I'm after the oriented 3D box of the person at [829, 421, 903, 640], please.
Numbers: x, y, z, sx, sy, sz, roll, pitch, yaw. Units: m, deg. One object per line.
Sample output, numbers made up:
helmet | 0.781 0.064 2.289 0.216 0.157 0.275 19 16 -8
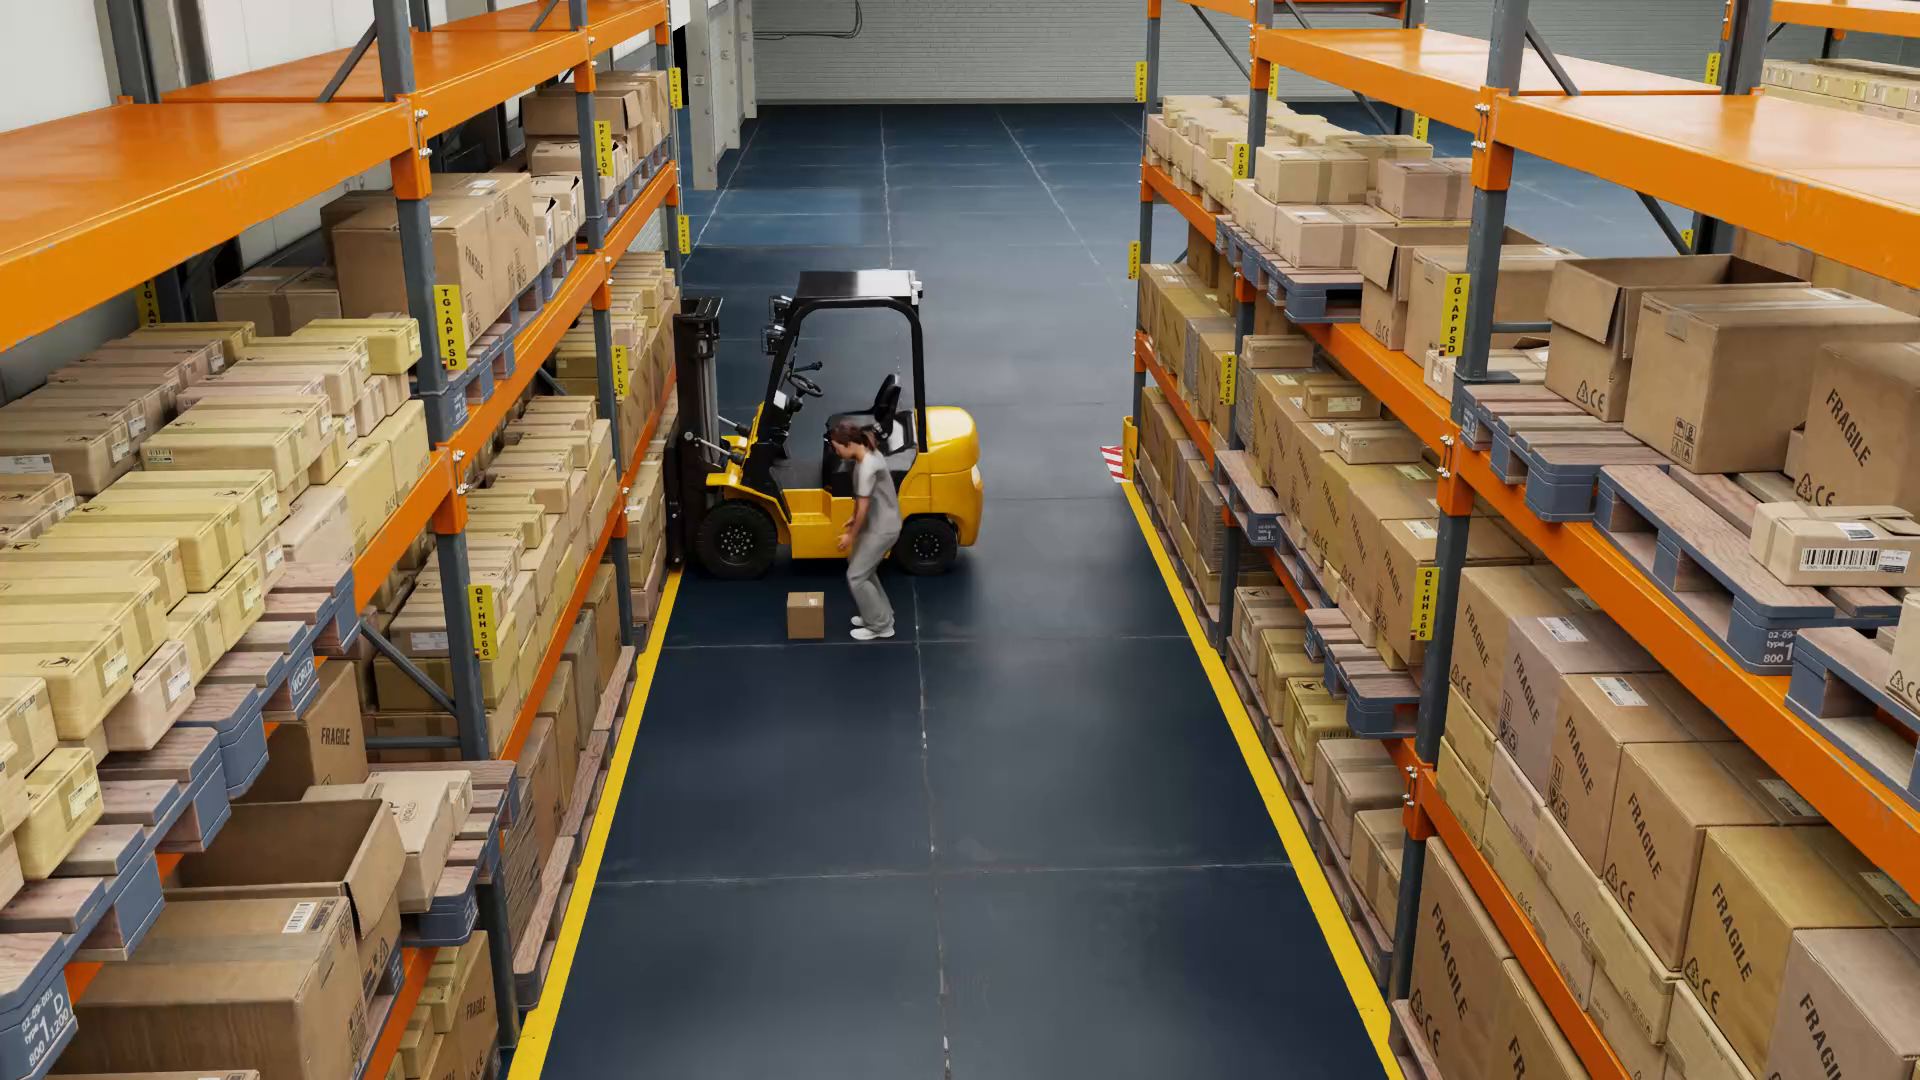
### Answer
person | -0.638 0.018 11.501 0.489 1.356 0.478 -1 20 -2
